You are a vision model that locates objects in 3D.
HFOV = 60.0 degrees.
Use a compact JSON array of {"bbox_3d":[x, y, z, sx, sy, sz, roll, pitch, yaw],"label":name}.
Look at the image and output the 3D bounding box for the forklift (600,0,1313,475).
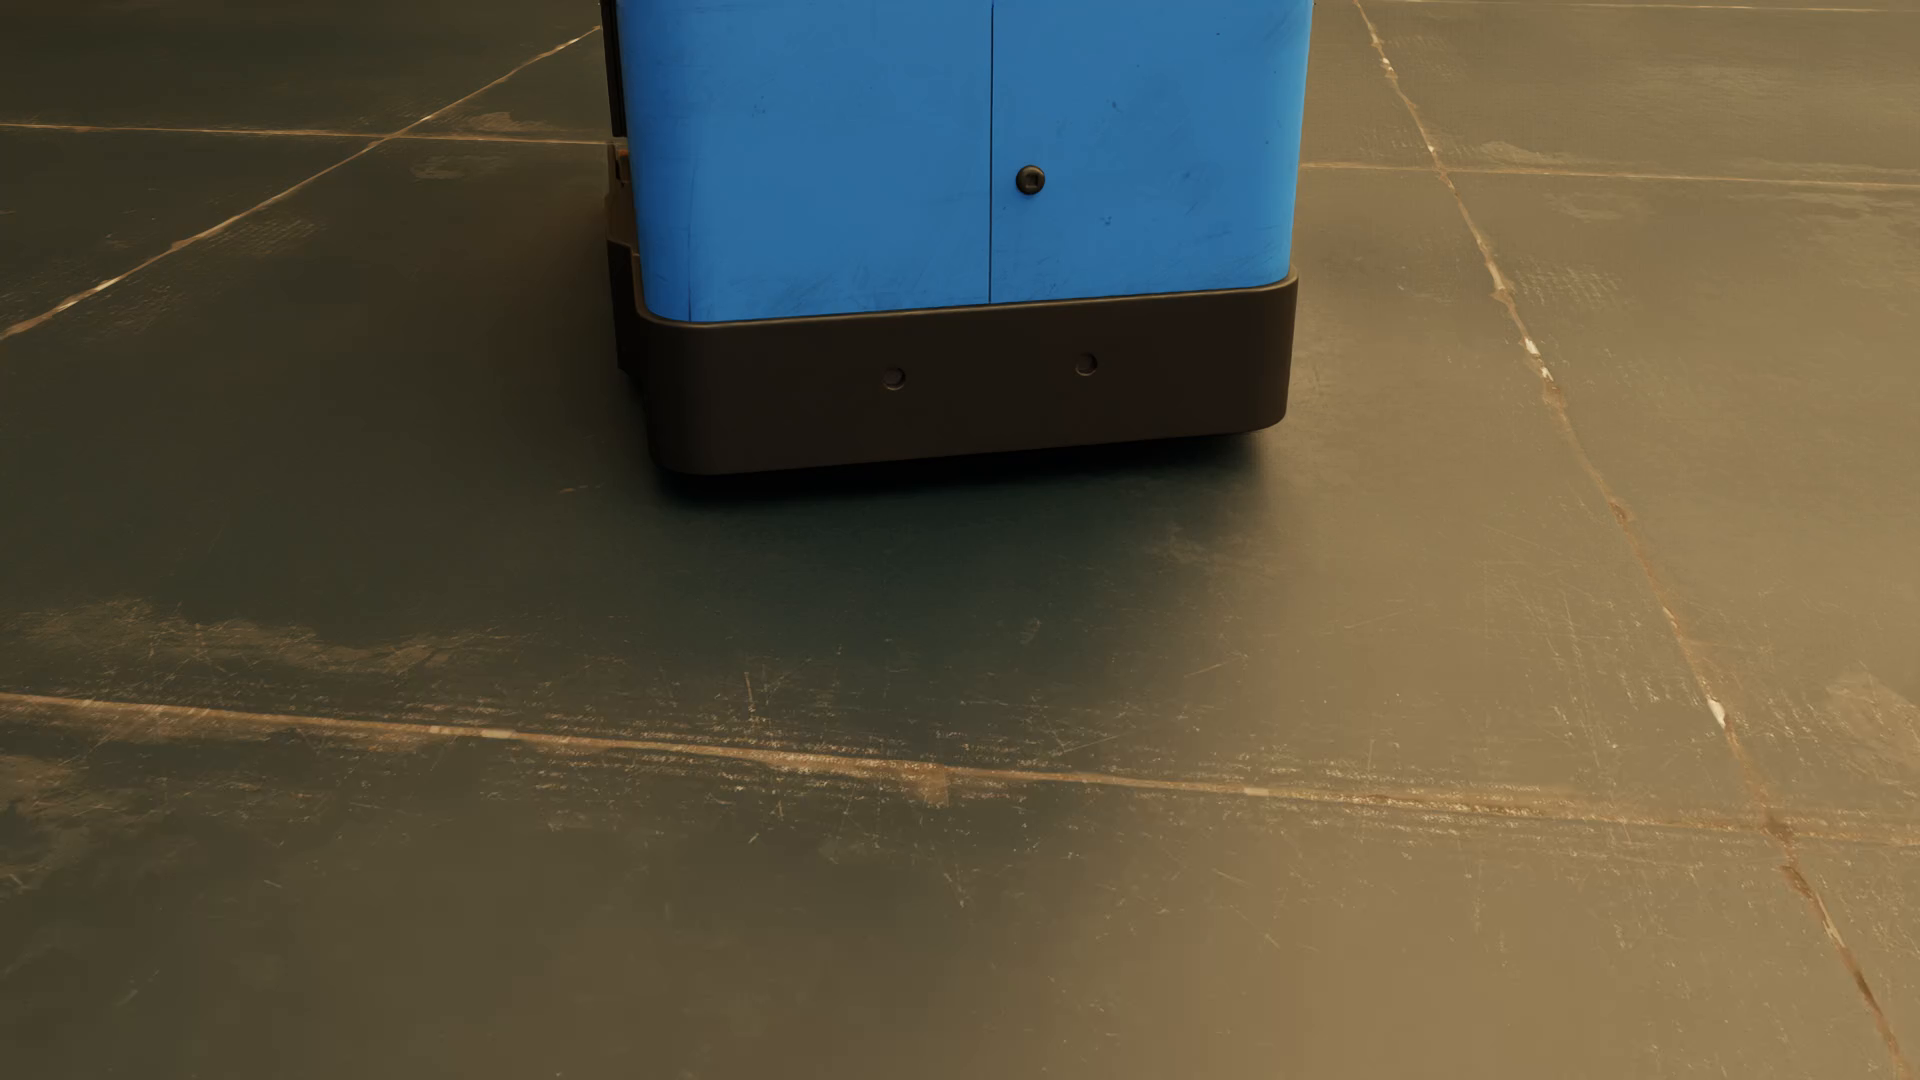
[{"bbox_3d":[-0.254,-2.045,3.317,1.130,2.935,3.031,-5,27,-10],"label":"forklift"}]
